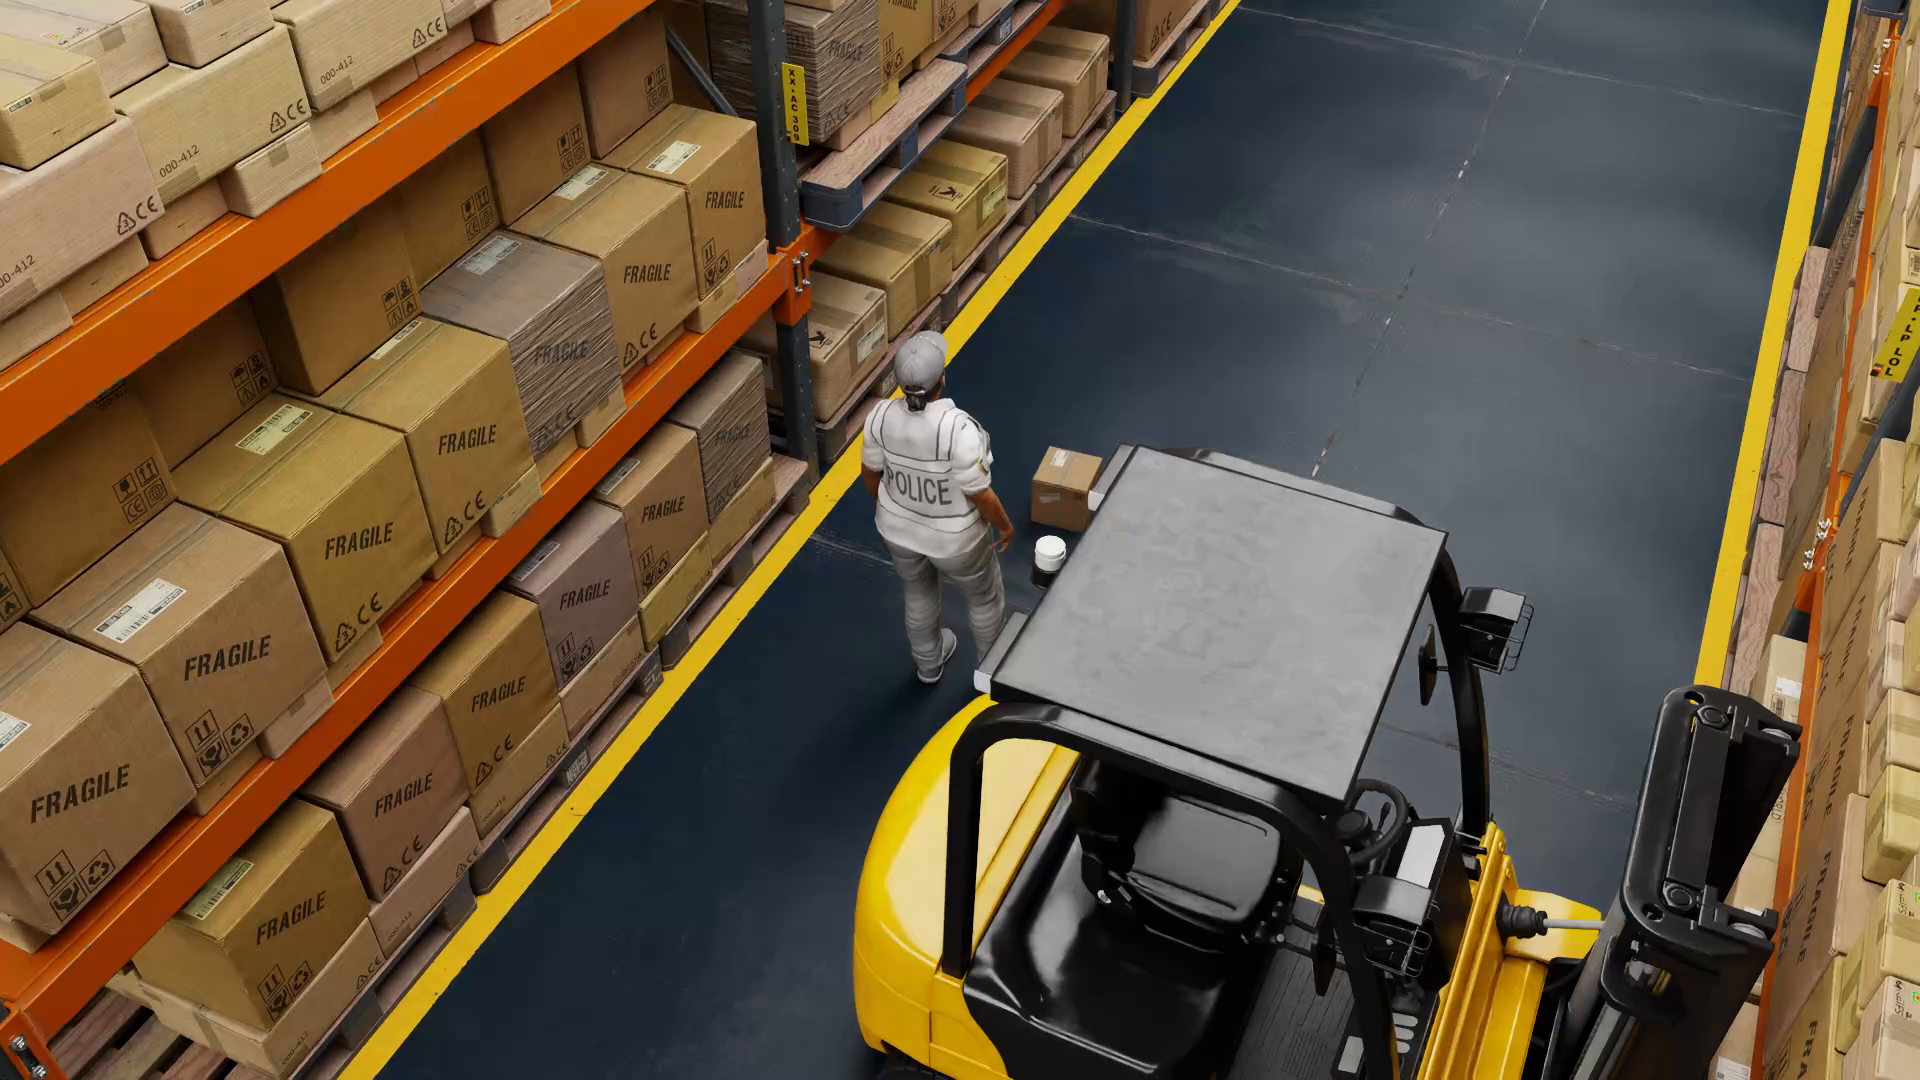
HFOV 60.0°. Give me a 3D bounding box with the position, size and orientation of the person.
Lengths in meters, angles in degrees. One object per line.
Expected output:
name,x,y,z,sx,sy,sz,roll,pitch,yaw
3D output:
person,-0.040,-0.105,6.257,0.597,1.670,0.529,17,45,18
